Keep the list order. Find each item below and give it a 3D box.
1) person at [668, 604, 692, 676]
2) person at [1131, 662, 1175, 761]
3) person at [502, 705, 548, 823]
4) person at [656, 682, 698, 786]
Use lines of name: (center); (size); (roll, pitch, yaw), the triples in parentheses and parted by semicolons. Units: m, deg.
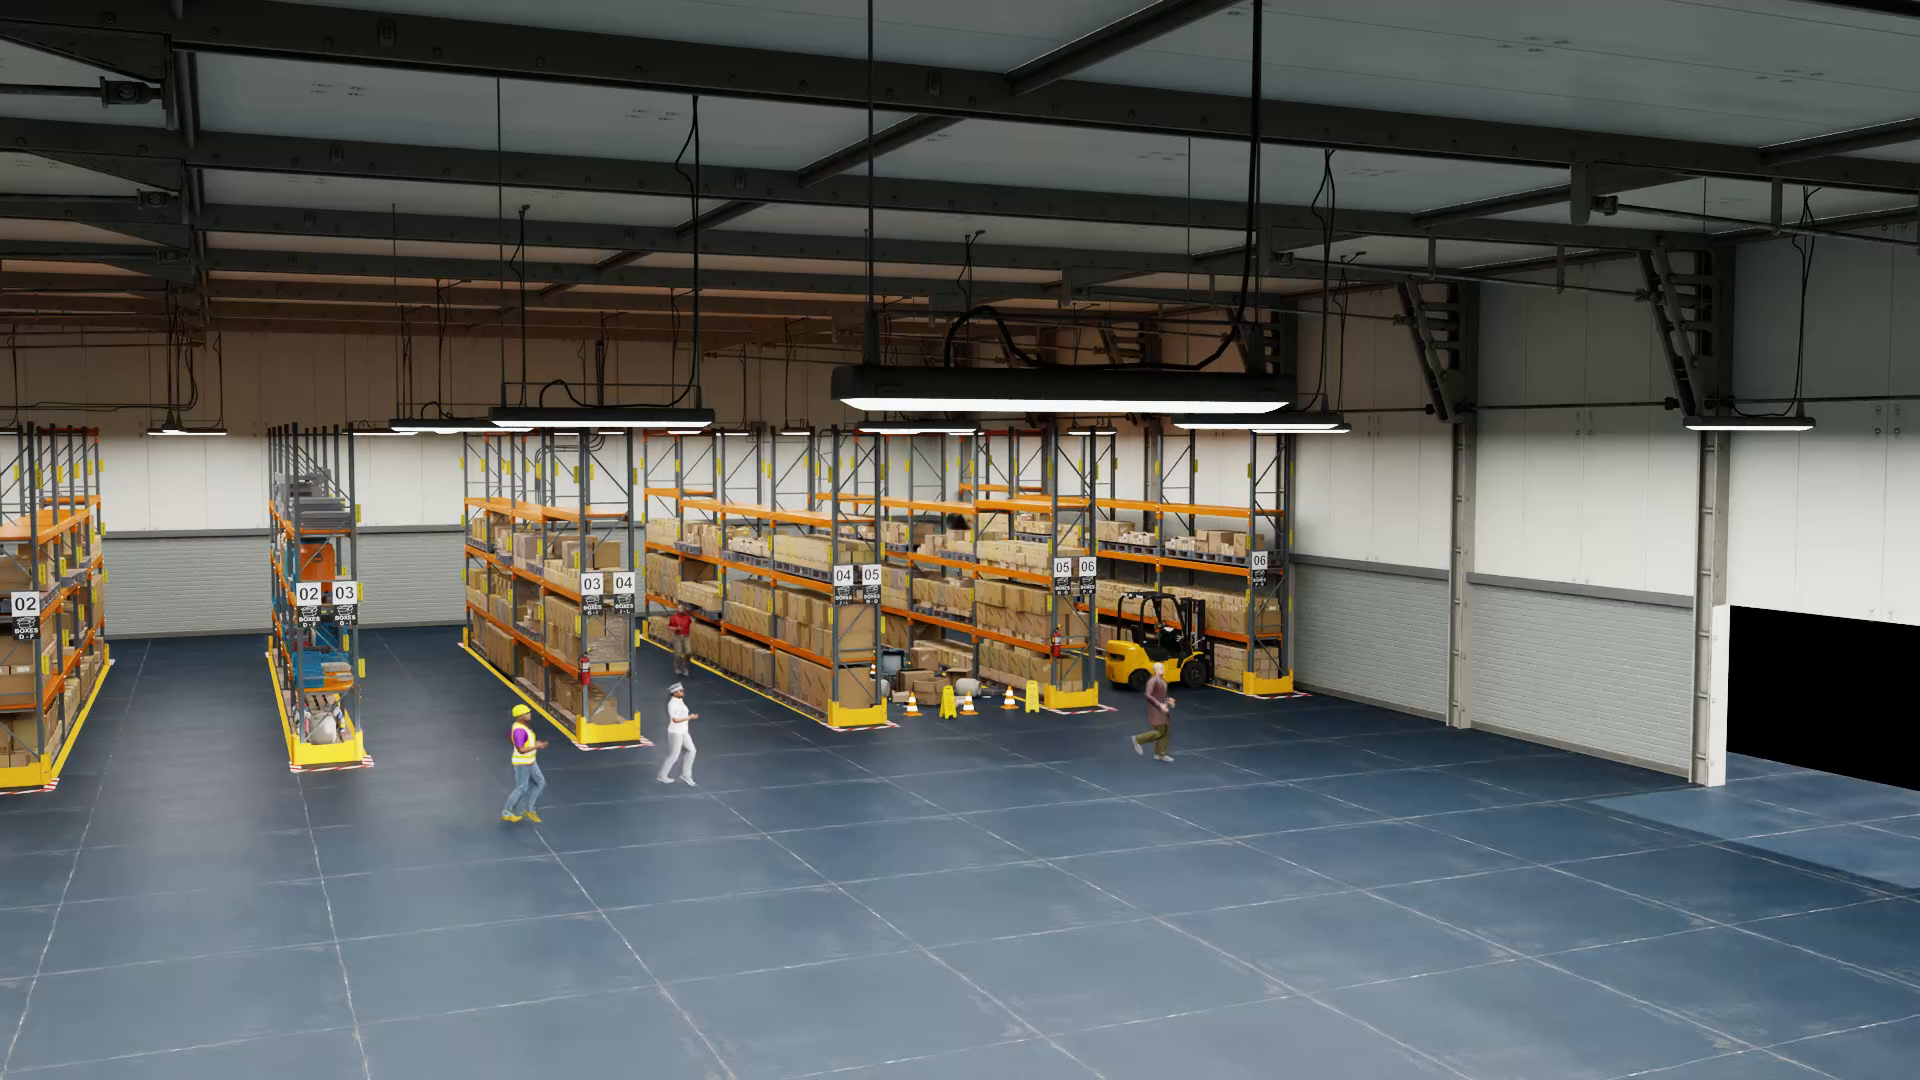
person: (-6.699, 2.431, 40.100); (0.642, 1.762, 0.685); (-2, 4, -26)
person: (3.465, 3.042, 29.634); (0.743, 1.746, 0.712); (1, 4, 23)
person: (-6.440, 3.339, 24.642); (0.706, 1.811, 0.656); (0, 3, -3)
person: (-4.637, 3.206, 27.357); (0.714, 1.756, 0.556); (0, 4, 7)
